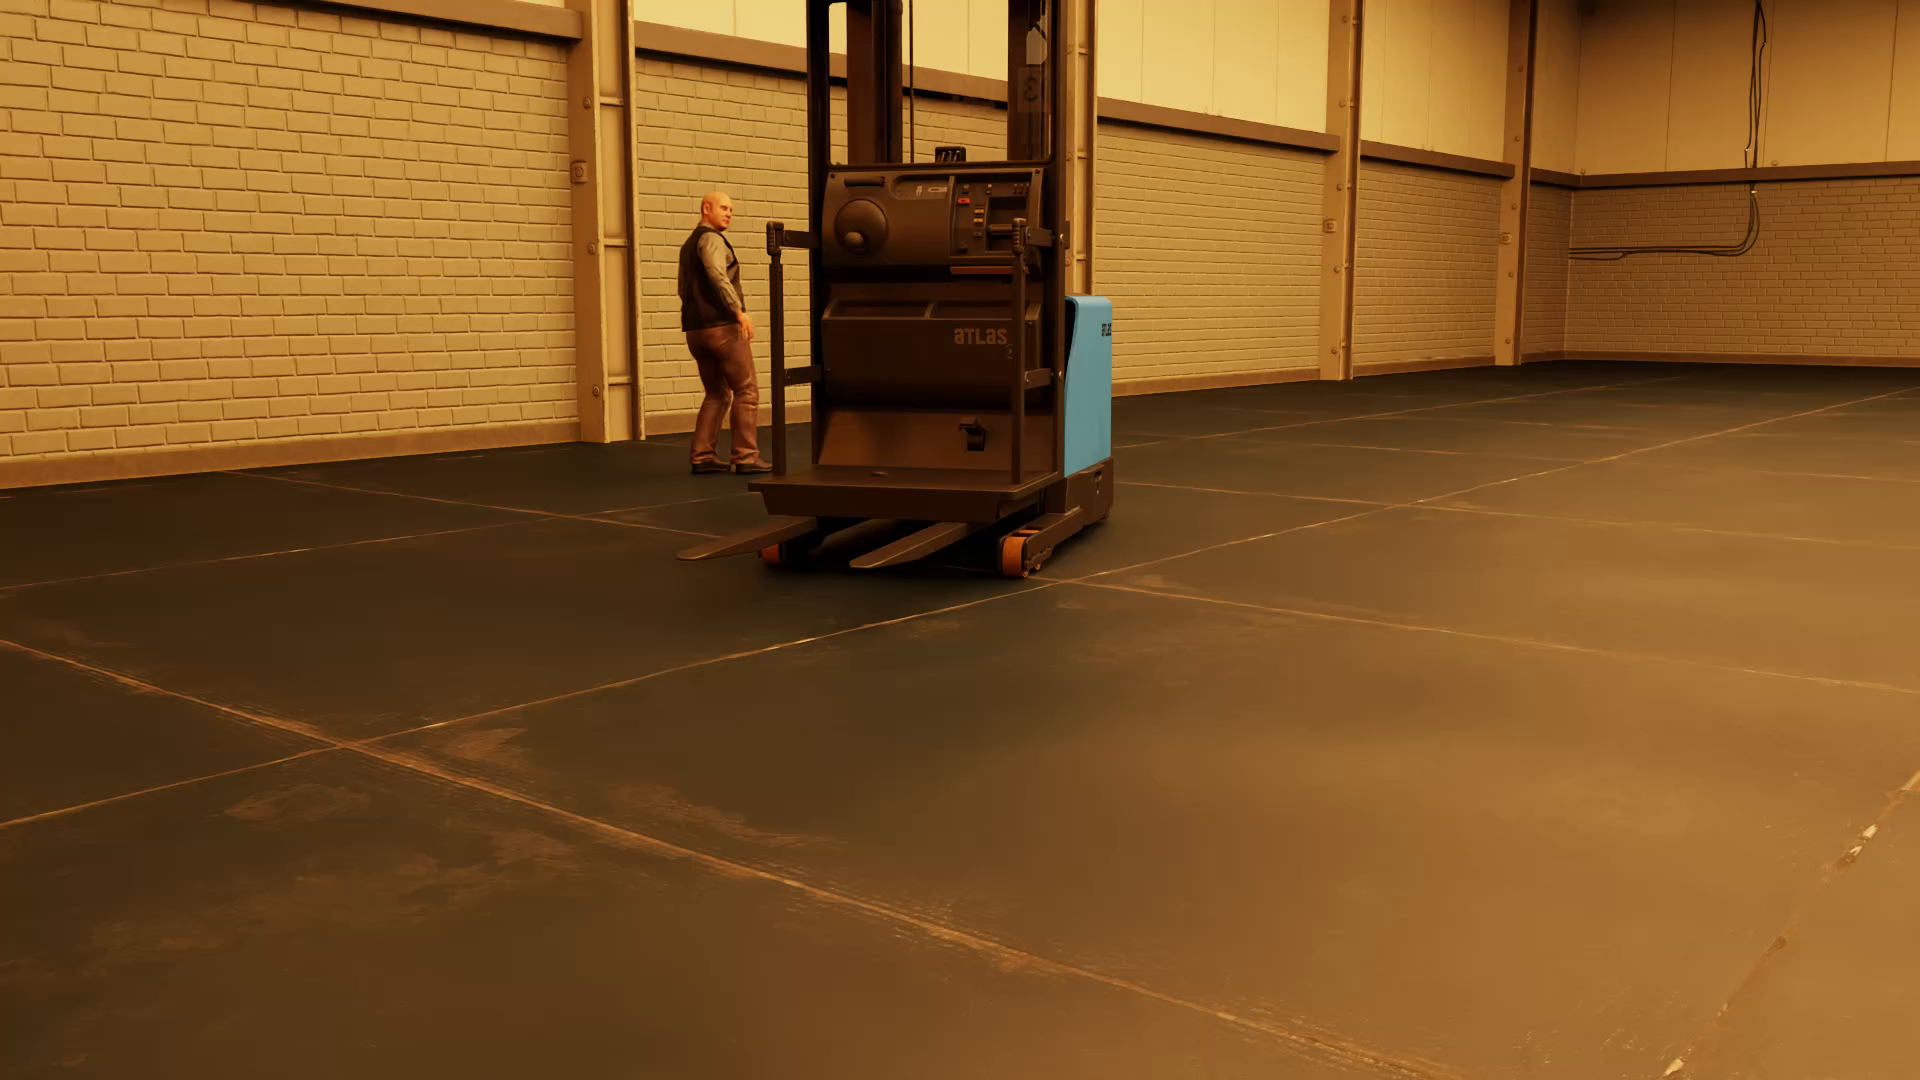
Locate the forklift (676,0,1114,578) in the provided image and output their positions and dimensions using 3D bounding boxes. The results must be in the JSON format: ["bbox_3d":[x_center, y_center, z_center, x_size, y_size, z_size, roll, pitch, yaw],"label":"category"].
[{"bbox_3d":[-0.176,-1.366,6.616,1.130,2.935,3.031,3,9,17],"label":"forklift"}]

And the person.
[{"bbox_3d":[-1.440,-1.264,10.162,0.515,1.705,0.733,-6,10,-36],"label":"person"}]
